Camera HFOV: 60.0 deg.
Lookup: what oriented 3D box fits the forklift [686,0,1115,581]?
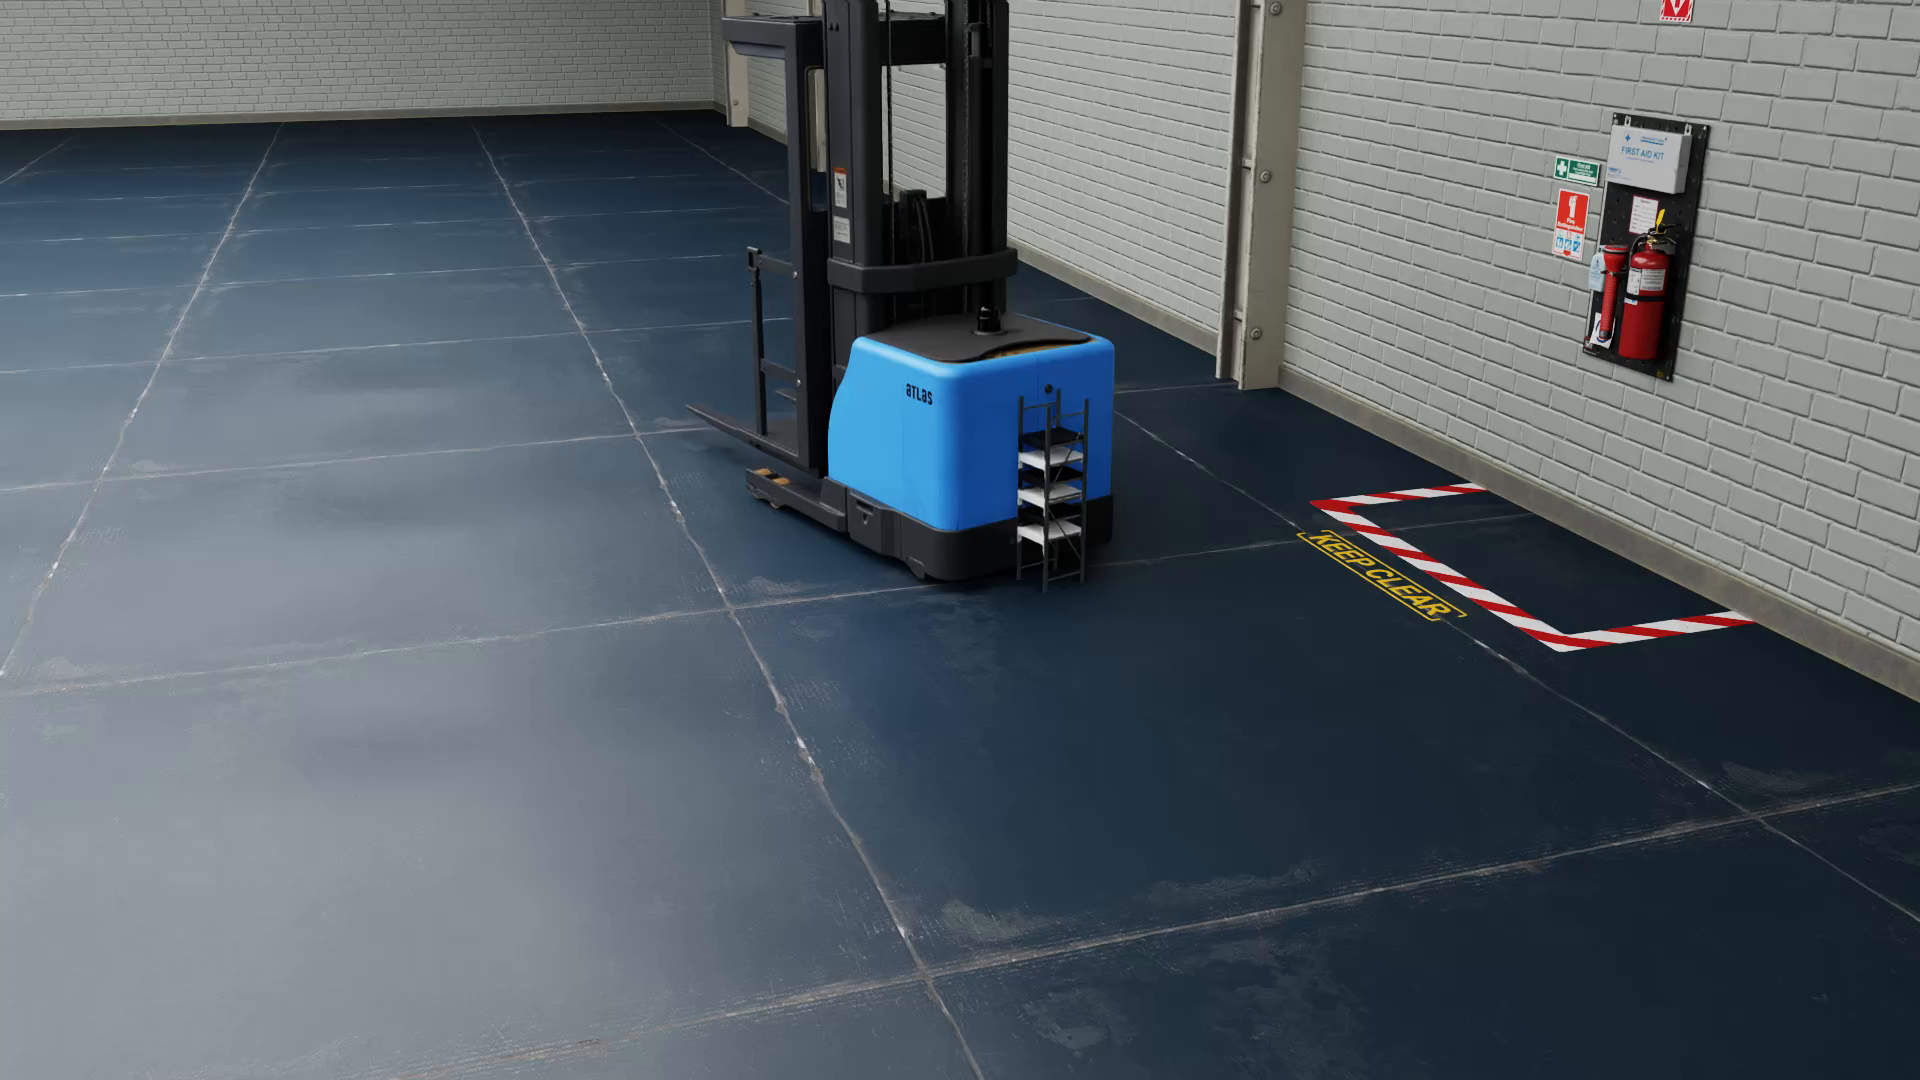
[{"bbox_3d":[-0.506,-1.630,8.618,1.130,2.935,3.031,-13,24,-33],"label":"forklift"}]

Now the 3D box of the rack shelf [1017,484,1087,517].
[{"bbox_3d":[0.427,-0.194,7.723,0.258,0.077,0.200,-13,24,-33],"label":"rack shelf"}]

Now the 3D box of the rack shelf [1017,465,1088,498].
[{"bbox_3d":[0.427,-0.278,7.693,0.258,0.077,0.200,-13,24,-33],"label":"rack shelf"}]

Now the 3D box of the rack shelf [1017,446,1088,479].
[{"bbox_3d":[0.427,-0.363,7.662,0.258,0.077,0.200,-13,24,-33],"label":"rack shelf"}]

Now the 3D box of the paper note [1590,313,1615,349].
[{"bbox_3d":[3.143,-1.026,8.137,0.016,0.148,0.142,-6,21,-17],"label":"paper note"}]

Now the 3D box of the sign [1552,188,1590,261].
[{"bbox_3d":[3.058,-1.581,8.328,0.001,0.329,0.234,-6,21,-17],"label":"sign"}]

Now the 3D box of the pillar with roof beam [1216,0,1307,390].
[{"bbox_3d":[-2.099,-4.870,8.664,9.100,9.000,0.400,-6,21,-17],"label":"pillar with roof beam"}]

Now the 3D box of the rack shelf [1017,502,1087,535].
[{"bbox_3d":[0.427,-0.109,7.754,0.258,0.077,0.200,-13,24,-33],"label":"rack shelf"}]

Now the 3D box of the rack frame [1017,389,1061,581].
[{"bbox_3d":[0.369,-0.253,7.790,0.240,0.900,0.006,-13,24,-33],"label":"rack frame"}]

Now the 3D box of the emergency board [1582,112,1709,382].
[{"bbox_3d":[3.133,-1.376,7.810,0.194,1.169,0.643,-6,21,-17],"label":"emergency board"}]

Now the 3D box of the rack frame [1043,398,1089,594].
[{"bbox_3d":[0.486,-0.197,7.634,0.240,0.900,0.006,-13,24,-33],"label":"rack frame"}]

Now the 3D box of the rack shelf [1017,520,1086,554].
[{"bbox_3d":[0.427,-0.024,7.784,0.258,0.077,0.200,-13,24,-33],"label":"rack shelf"}]

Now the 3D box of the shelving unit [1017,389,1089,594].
[{"bbox_3d":[0.427,-0.225,7.712,0.258,0.900,0.210,-13,24,-33],"label":"shelving unit"}]

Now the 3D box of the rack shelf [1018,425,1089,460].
[{"bbox_3d":[0.427,-0.448,7.632,0.258,0.077,0.200,-13,24,-33],"label":"rack shelf"}]

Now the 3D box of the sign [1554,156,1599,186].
[{"bbox_3d":[3.051,-1.828,8.232,0.001,0.109,0.331,-6,21,-17],"label":"sign"}]

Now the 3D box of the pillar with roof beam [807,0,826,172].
[{"bbox_3d":[-5.870,-8.721,19.385,9.100,9.000,0.400,-6,21,-17],"label":"pillar with roof beam"}]

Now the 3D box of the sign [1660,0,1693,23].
[{"bbox_3d":[3.225,-2.480,7.455,0.001,0.298,0.199,-6,21,-17],"label":"sign"}]

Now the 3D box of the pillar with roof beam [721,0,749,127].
[{"bbox_3d":[-7.756,-10.647,24.746,9.100,9.000,0.400,-6,21,-17],"label":"pillar with roof beam"}]
